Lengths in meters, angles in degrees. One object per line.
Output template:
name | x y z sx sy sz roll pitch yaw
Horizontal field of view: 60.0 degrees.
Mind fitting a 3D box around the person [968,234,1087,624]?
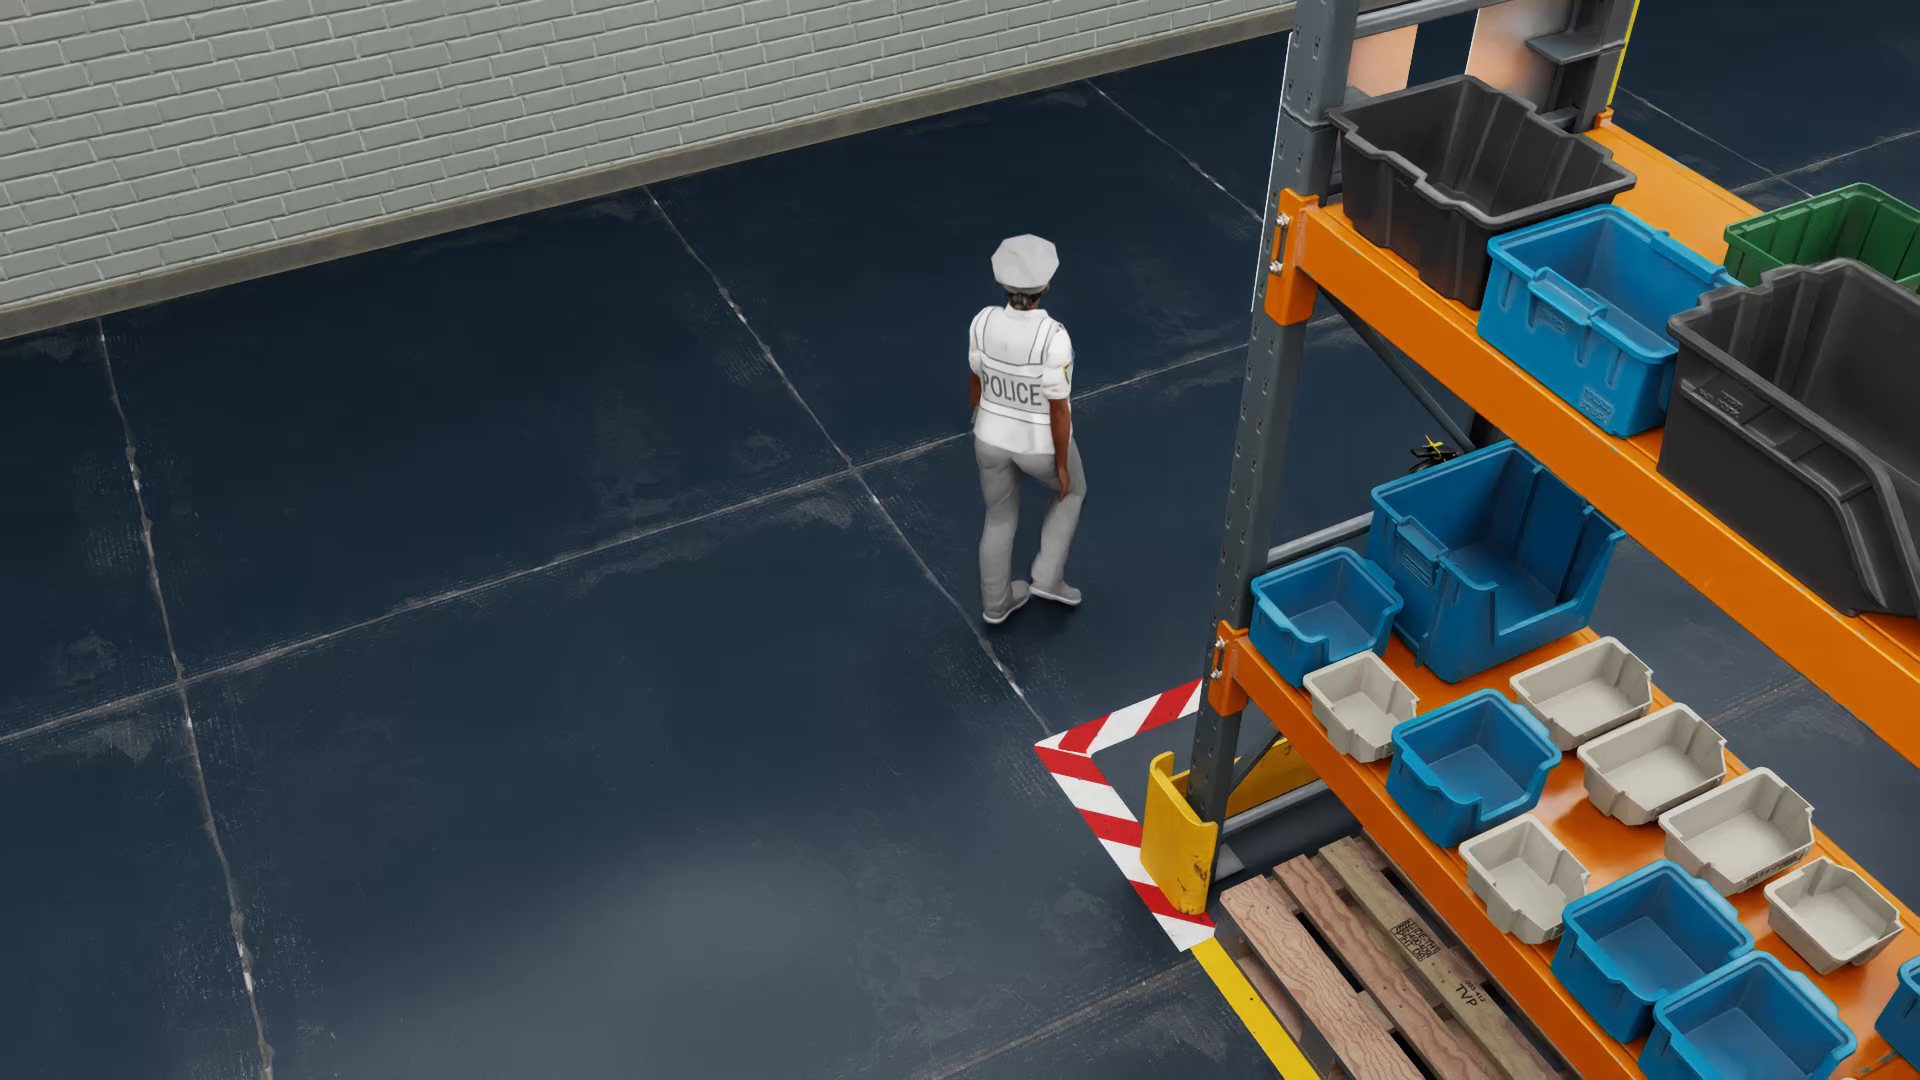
person | 0.261 -0.396 6.561 0.515 1.673 0.489 17 44 18
